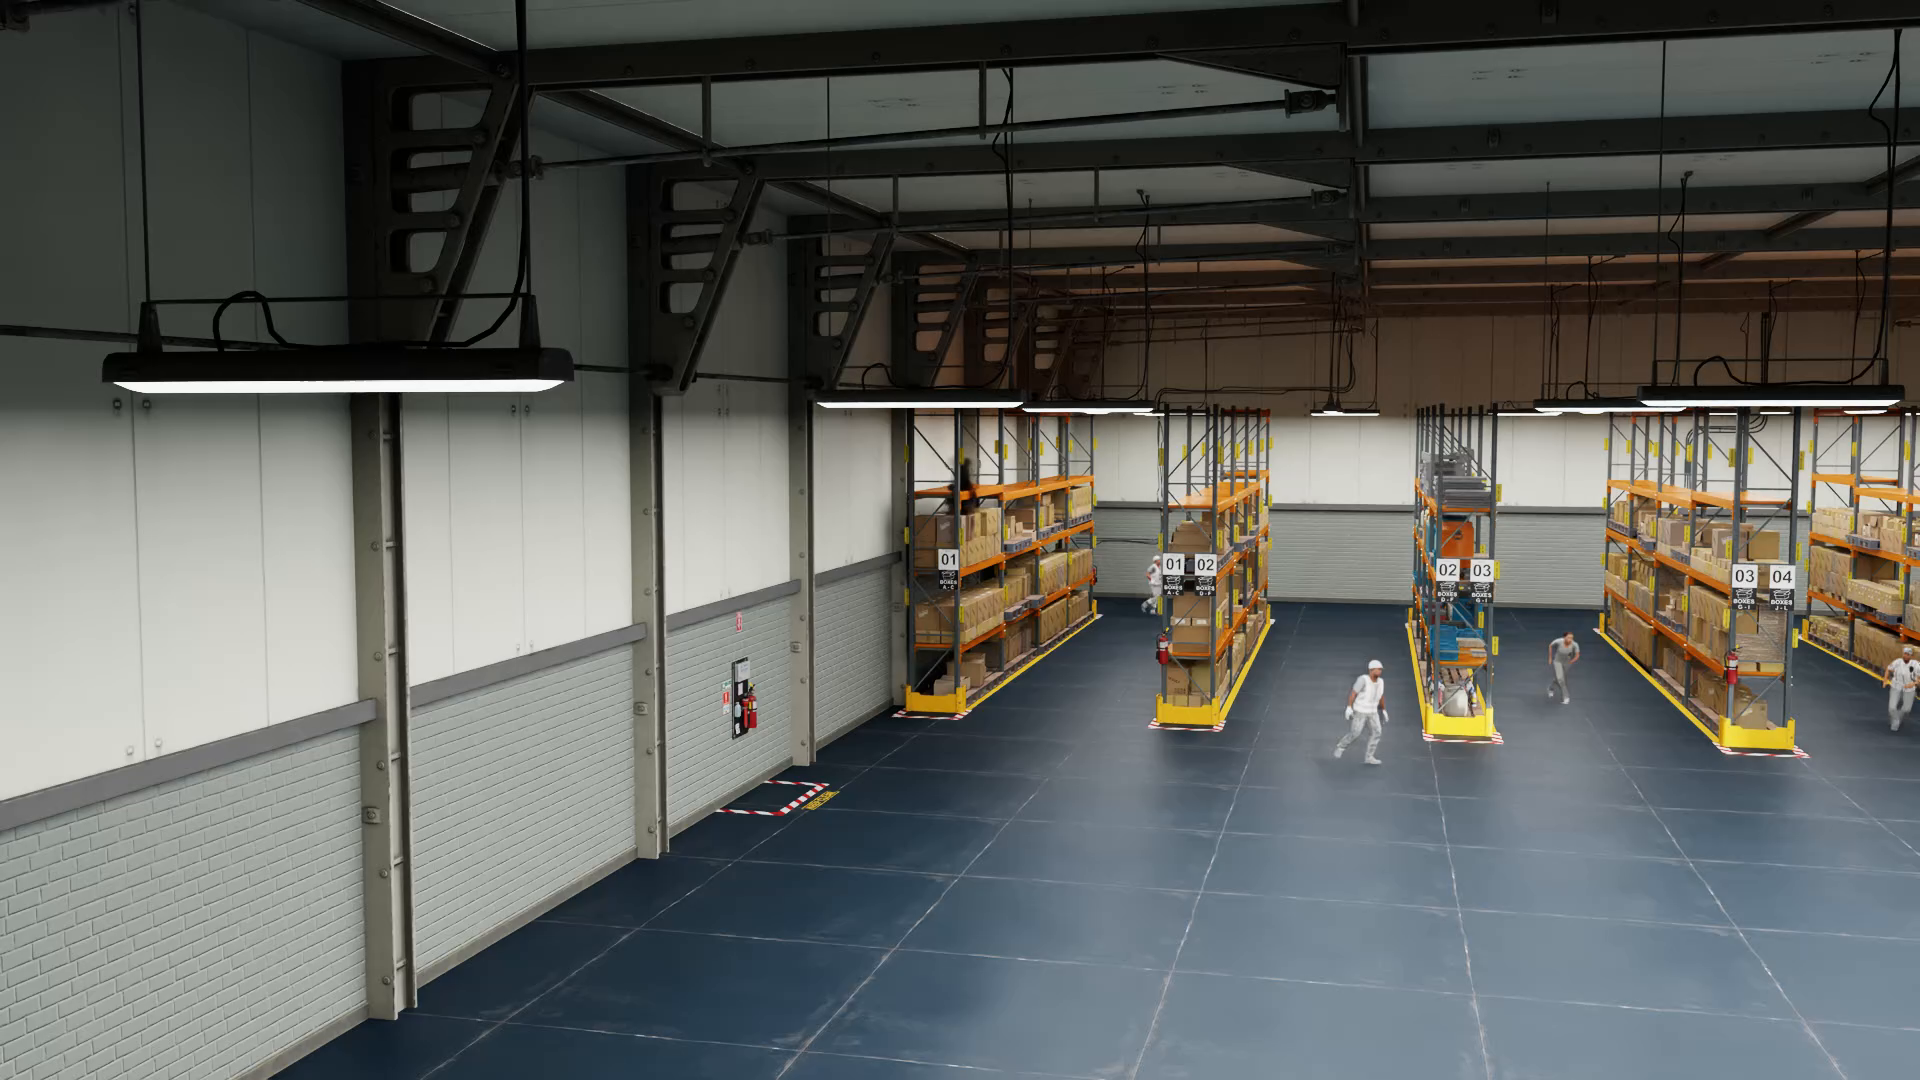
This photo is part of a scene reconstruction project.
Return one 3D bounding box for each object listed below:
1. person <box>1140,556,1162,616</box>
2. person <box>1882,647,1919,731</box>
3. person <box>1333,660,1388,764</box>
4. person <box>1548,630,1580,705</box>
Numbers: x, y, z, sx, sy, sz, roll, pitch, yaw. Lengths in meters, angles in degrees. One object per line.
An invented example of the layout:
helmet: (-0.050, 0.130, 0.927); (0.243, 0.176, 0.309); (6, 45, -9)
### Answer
person: (5.641, 1.328, 48.589); (0.589, 1.742, 0.731); (2, 5, 25)
person: (17.332, 2.740, 30.537); (0.685, 1.577, 0.533); (2, 5, 30)
person: (6.669, 2.844, 27.686); (0.776, 1.728, 0.775); (-3, 5, -35)
person: (12.196, 2.537, 33.716); (0.559, 1.500, 1.032); (0, 4, 4)
